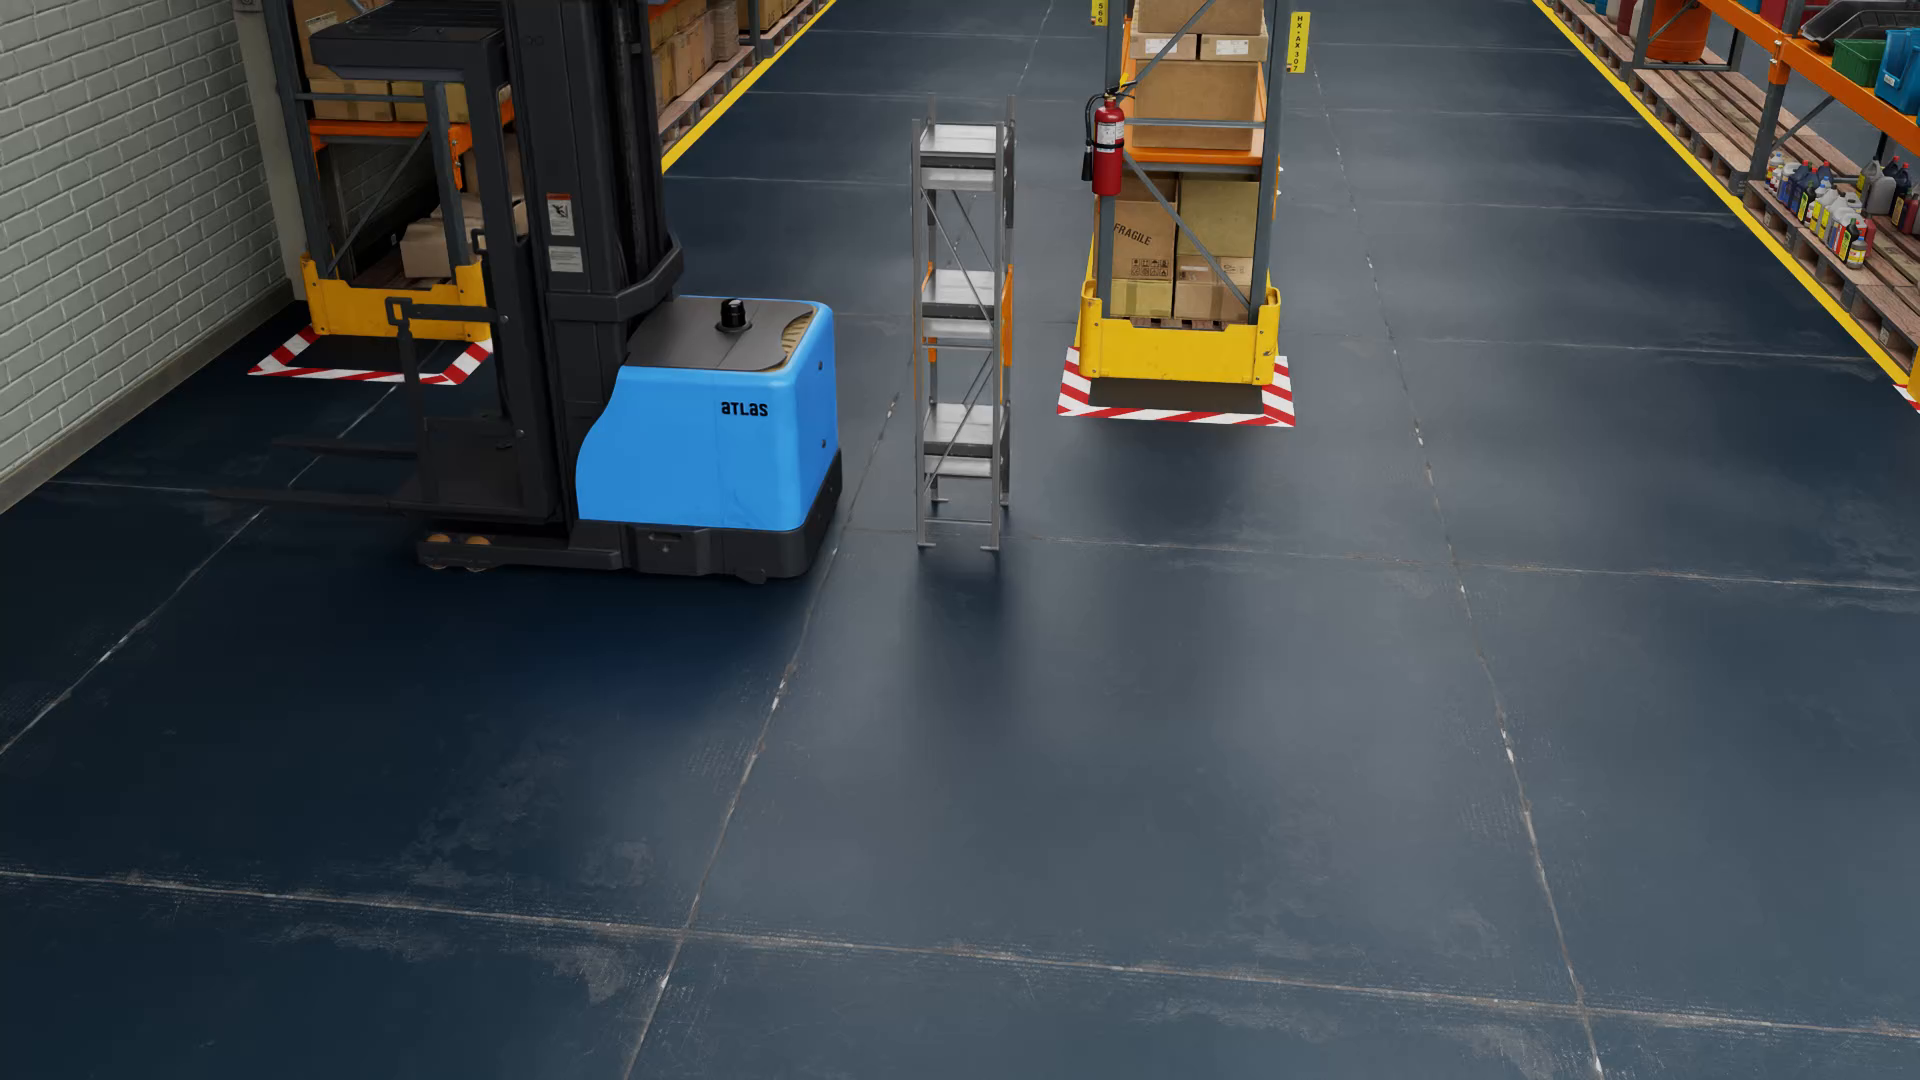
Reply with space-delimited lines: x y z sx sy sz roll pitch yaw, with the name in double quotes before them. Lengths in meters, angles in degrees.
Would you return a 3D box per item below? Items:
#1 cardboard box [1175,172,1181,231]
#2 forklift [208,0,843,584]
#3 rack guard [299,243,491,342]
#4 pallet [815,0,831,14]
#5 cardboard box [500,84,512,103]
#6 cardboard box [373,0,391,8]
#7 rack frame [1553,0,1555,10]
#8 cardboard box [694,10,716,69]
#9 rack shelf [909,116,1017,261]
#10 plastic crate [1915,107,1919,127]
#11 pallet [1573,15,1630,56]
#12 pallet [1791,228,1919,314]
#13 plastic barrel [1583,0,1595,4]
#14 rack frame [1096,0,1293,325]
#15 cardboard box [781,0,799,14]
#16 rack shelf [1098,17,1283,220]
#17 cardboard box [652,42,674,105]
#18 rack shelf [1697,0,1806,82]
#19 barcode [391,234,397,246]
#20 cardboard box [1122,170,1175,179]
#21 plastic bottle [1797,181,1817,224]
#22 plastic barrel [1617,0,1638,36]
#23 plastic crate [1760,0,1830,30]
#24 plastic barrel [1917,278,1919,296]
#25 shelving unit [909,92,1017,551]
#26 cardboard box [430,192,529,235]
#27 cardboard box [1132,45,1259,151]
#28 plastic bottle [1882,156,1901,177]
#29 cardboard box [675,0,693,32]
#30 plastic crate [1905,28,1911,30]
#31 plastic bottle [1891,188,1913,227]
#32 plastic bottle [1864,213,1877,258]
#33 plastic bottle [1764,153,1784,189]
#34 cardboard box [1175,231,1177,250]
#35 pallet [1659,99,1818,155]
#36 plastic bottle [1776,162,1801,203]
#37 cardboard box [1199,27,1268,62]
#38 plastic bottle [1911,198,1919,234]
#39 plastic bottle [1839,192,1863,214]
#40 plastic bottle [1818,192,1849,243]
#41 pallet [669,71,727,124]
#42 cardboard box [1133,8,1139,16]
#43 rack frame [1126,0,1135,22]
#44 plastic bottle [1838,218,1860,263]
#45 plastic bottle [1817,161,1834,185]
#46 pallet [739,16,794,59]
"cardboard box" 1.716 -2.387 11.184 0.500 0.500 0.500 3 28 6
"forklift" -2.164 -1.382 7.725 3.031 2.935 1.130 4 29 7
"rack guard" -3.586 -1.593 10.680 1.175 0.500 0.348 3 28 6
"pallet" -2.145 -6.711 20.485 1.003 0.211 1.213 3 28 6
"cardboard box" -3.171 -3.057 10.899 0.500 0.250 0.500 2 28 5
"cardboard box" -3.239 -3.138 10.258 0.500 0.500 0.500 3 28 6
"rack frame" 7.707 -7.731 19.437 1.000 3.000 0.127 3 28 6
"cardboard box" -2.830 -4.939 16.427 0.700 0.500 0.500 3 28 6
"rack shelf" 0.020 -1.607 7.571 0.431 0.518 0.480 3 28 6
"plastic crate" 6.086 -2.575 10.024 0.499 0.251 0.408 3 28 6
"pallet" 7.424 -5.566 18.360 1.003 0.211 1.213 3 28 6
"pallet" 6.456 -1.848 11.457 1.003 0.211 1.213 3 28 6
"plastic barrel" 7.624 -6.737 19.361 0.600 0.901 0.708 3 28 6
"rack frame" 1.321 -2.372 9.490 1.000 3.000 0.127 3 28 6
"cardboard box" -2.281 -6.413 18.814 0.750 0.750 0.750 3 28 6
"rack shelf" 1.566 -2.996 11.408 1.077 0.370 4.000 3 28 6
"cardboard box" -3.018 -4.227 15.106 0.700 0.500 0.500 3 28 5
"rack shelf" 6.972 -4.590 14.365 1.077 0.370 4.000 3 28 6
"barcode" -3.816 -2.024 11.206 0.001 0.075 0.075 3 28 6
"cardboard box" 1.200 -2.417 11.240 0.500 0.500 0.500 3 28 6
"plastic bottle" 6.131 -2.443 12.022 0.061 0.283 0.133 5 29 8
"plastic barrel" 7.398 -5.734 17.830 0.600 0.588 0.708 3 28 6
"plastic crate" 6.483 -4.239 12.888 0.402 0.464 0.583 3 28 6
"plastic barrel" 6.303 -1.722 10.464 0.421 0.512 0.421 0 28 0
"shelving unit" 0.020 -1.002 7.897 0.431 2.100 0.503 3 28 6
"cardboard box" -3.352 -2.257 11.647 0.500 0.311 0.500 6 29 10
"cardboard box" 1.391 -2.635 9.872 0.700 0.500 0.500 3 28 6
"plastic bottle" 6.934 -2.673 12.377 0.144 0.351 0.185 3 28 5
"cardboard box" -2.842 -4.998 15.745 0.500 0.250 0.500 3 28 6
"plastic crate" 6.861 -3.363 11.486 0.499 0.251 0.616 3 28 6
"plastic bottle" 6.766 -2.394 11.932 0.061 0.283 0.133 3 28 6
"plastic bottle" 6.191 -2.081 11.350 0.061 0.283 0.133 3 28 6
"plastic bottle" 6.253 -2.833 12.759 0.097 0.271 0.097 0 28 0
"cardboard box" 1.727 -2.056 11.361 0.500 0.250 0.500 3 28 6
"pallet" 6.932 -3.685 14.868 1.003 0.211 1.213 3 28 6
"plastic bottle" 6.240 -2.681 12.472 0.152 0.276 0.135 4 29 8
"cardboard box" 1.583 -2.873 9.632 0.380 0.149 0.250 3 28 6
"plastic bottle" 6.847 -2.321 11.803 0.152 0.276 0.135 4 29 7
"plastic bottle" 6.291 -2.318 11.798 0.152 0.276 0.135 3 28 6
"plastic bottle" 6.118 -2.260 11.612 0.144 0.351 0.185 5 29 8
"pallet" -2.865 -4.256 15.926 1.003 0.211 1.213 3 28 6
"cardboard box" 1.241 -3.136 10.119 0.380 0.149 0.250 3 28 5
"rack frame" 1.811 -4.255 12.985 1.000 3.000 0.127 3 28 6
"plastic bottle" 6.023 -2.026 11.248 0.061 0.283 0.133 4 29 7
"plastic bottle" 6.359 -2.628 12.295 0.144 0.351 0.185 3 28 6
"pallet" -2.444 -5.563 18.353 1.003 0.211 1.213 3 28 6
